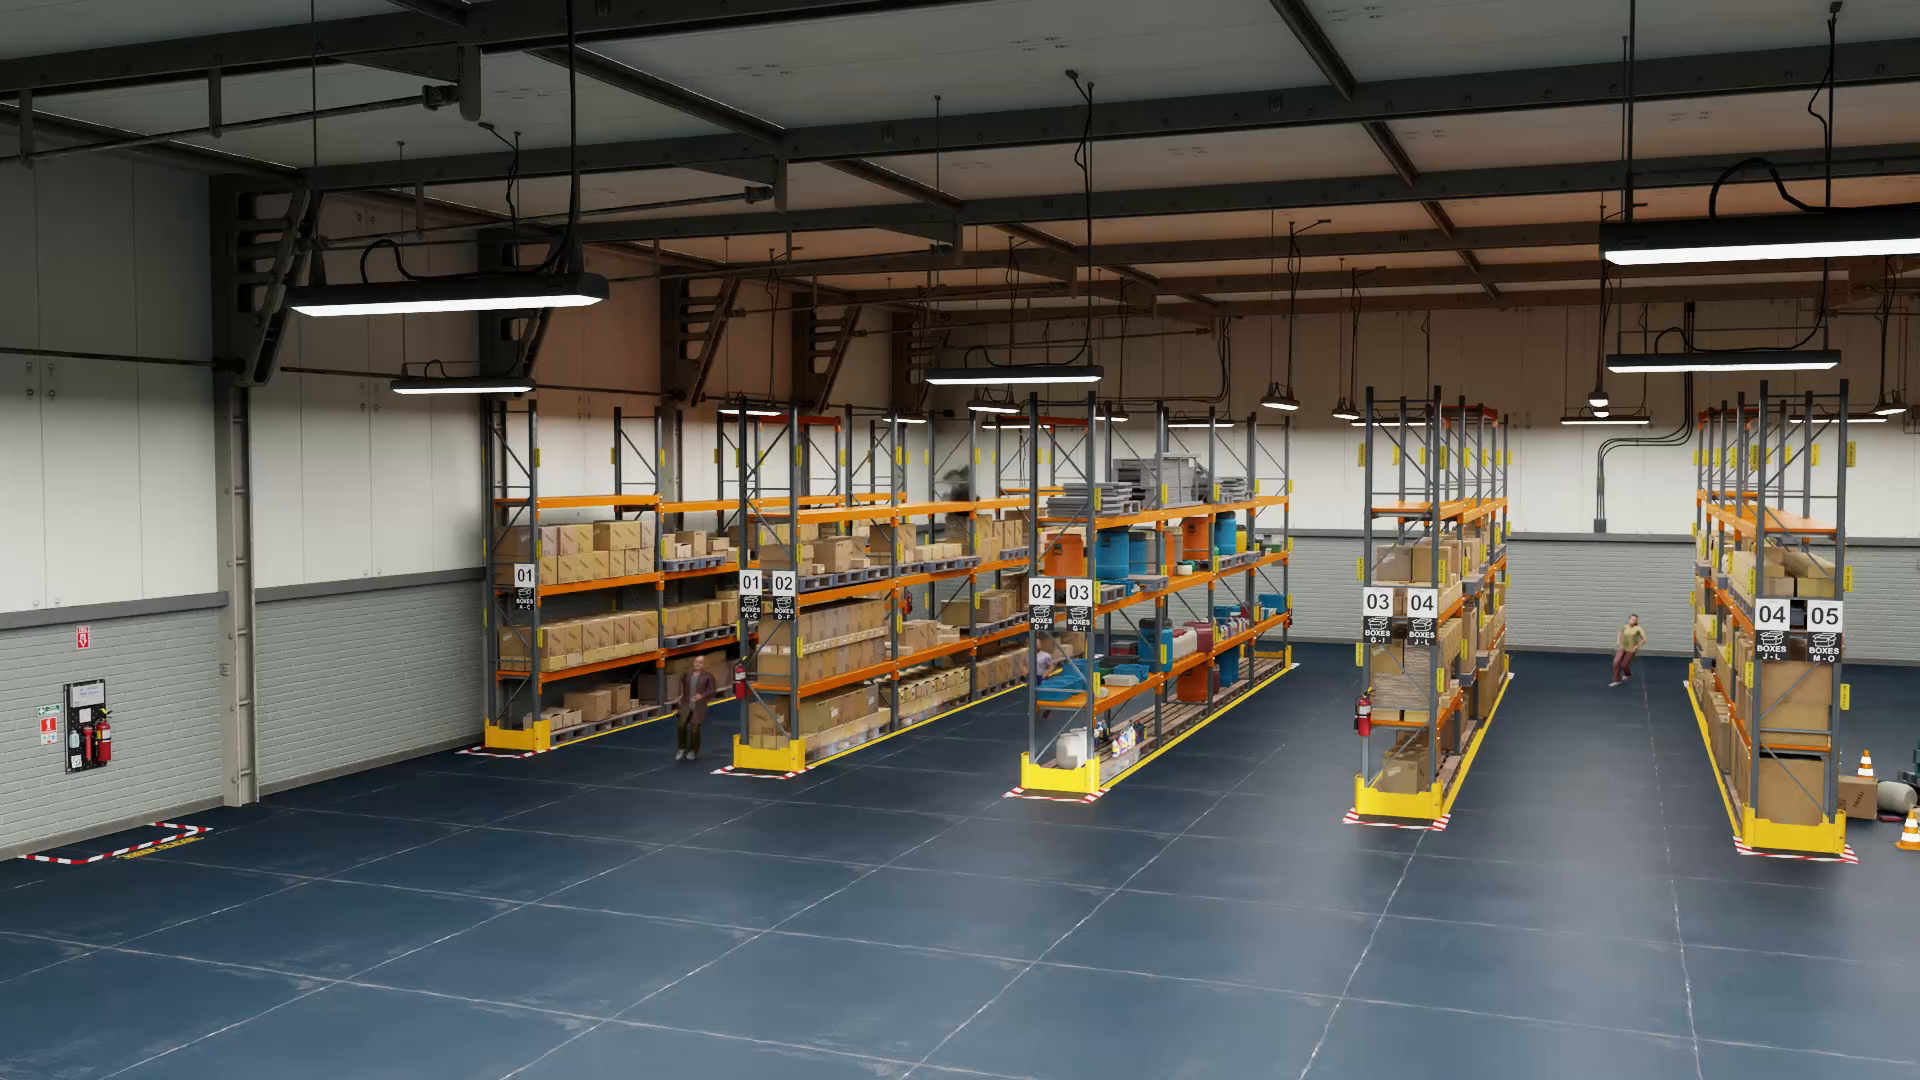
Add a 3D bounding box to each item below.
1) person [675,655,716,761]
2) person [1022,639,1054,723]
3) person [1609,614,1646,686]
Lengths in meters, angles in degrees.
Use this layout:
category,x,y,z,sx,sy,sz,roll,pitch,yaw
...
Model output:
category,x,y,z,sx,sy,sz,roll,pitch,yaw
person,-4.383,2.774,27.514,0.705,1.733,0.670,0,3,8
person,1.456,2.655,31.323,0.605,1.593,0.578,1,3,15
person,14.758,2.421,36.575,0.700,1.617,0.665,-3,4,-45
